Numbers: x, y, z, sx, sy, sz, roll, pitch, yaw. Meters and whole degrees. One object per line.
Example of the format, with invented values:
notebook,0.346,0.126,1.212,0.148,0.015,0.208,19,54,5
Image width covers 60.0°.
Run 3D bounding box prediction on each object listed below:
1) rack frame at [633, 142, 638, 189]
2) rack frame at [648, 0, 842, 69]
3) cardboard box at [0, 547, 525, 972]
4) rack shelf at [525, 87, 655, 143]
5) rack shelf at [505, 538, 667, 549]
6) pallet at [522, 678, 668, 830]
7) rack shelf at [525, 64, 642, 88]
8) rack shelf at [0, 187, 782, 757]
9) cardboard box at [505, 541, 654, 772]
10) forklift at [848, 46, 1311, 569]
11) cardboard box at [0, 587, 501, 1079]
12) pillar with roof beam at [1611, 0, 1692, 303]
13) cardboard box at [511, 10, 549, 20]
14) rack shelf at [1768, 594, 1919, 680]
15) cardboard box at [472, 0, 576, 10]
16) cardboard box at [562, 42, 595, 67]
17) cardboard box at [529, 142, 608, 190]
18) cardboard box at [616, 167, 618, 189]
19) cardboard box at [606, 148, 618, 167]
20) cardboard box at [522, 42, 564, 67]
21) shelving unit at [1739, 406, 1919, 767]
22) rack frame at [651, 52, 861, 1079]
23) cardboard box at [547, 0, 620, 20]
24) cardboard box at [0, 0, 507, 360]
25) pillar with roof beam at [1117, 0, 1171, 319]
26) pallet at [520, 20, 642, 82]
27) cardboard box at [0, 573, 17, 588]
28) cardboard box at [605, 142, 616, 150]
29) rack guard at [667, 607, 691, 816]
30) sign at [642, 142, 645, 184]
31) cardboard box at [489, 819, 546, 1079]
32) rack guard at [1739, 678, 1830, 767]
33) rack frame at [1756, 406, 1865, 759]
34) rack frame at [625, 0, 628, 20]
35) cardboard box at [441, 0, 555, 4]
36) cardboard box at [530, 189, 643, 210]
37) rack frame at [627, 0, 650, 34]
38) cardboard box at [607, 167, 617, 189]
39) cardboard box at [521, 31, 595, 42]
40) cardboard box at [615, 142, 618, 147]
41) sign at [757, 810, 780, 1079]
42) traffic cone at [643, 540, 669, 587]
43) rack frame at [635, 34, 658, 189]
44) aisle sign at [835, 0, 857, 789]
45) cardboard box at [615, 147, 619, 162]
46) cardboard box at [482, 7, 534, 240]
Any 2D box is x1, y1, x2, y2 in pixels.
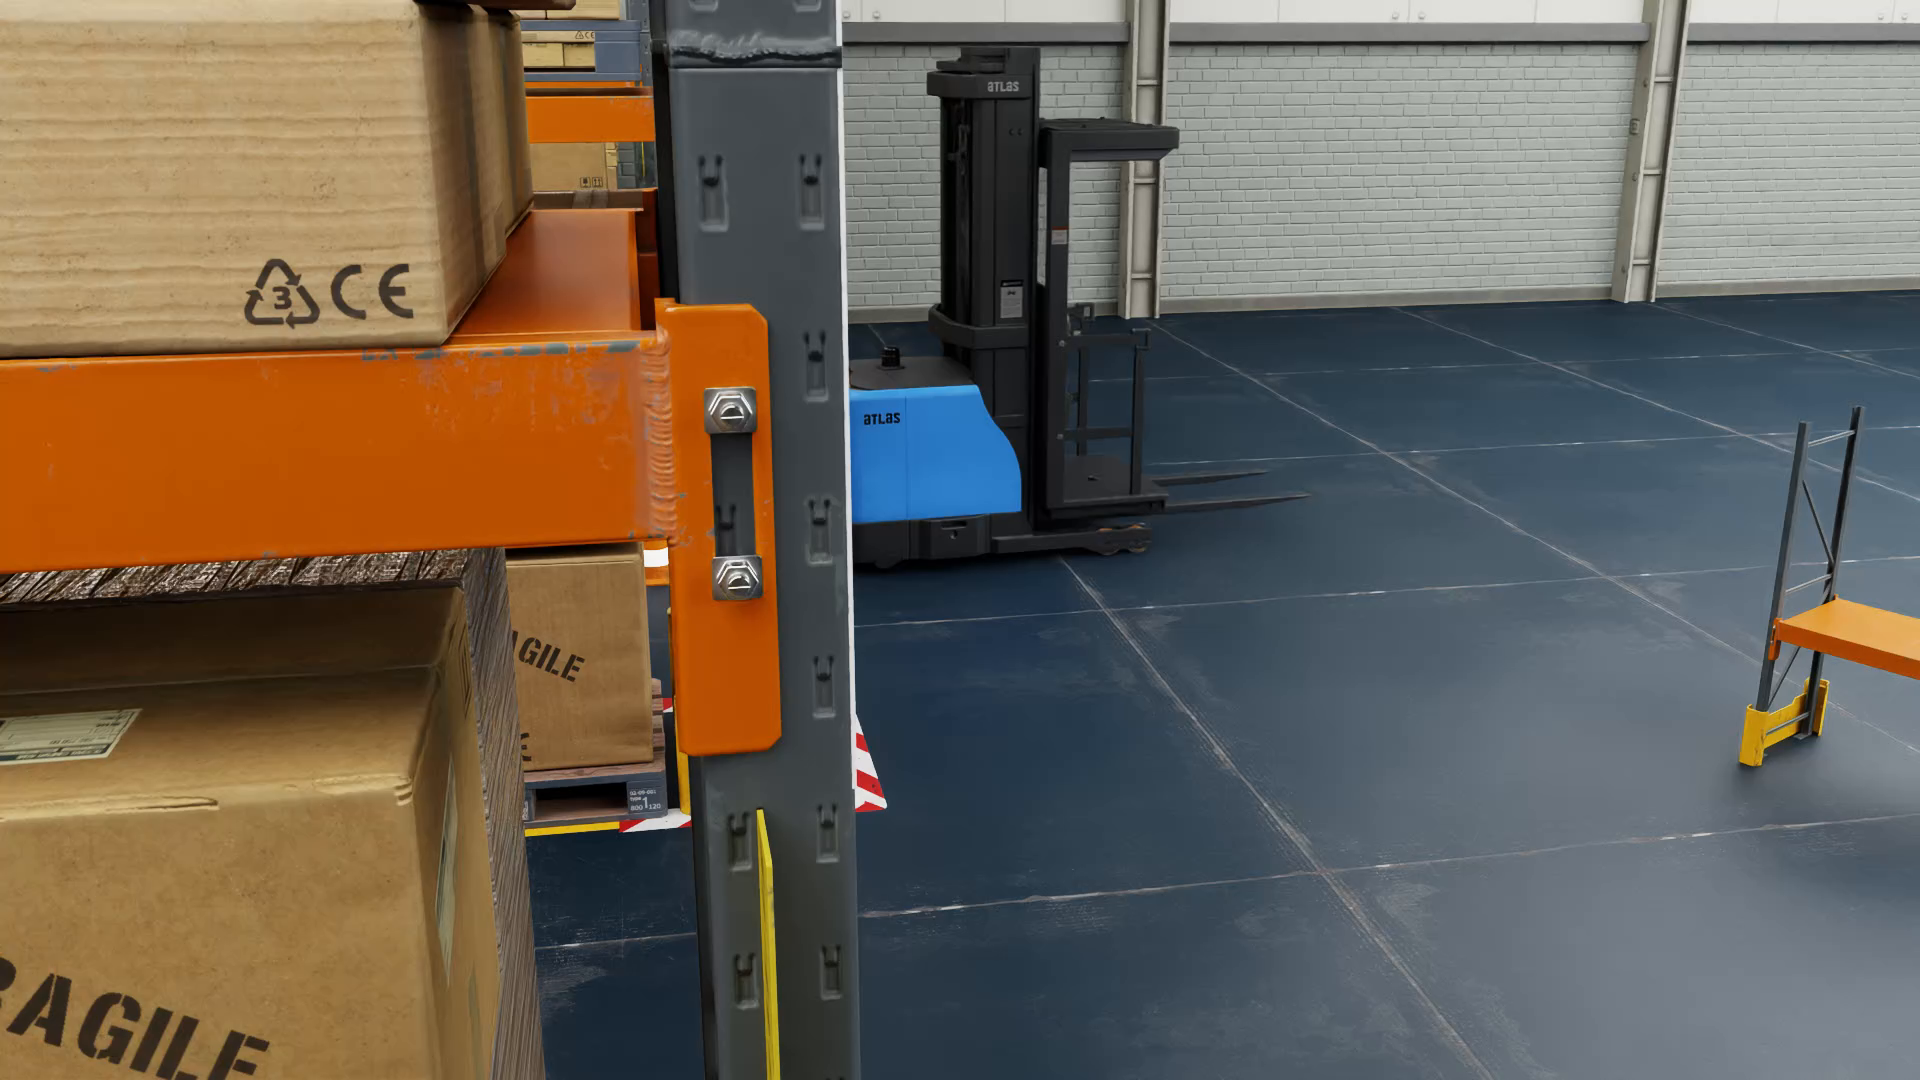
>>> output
rack frame,-3.071,-3.348,16.104,0.127,3.000,1.000,-3,17,-10
rack frame,-0.245,-1.928,1.263,0.127,3.000,1.000,-3,17,-10
cardboard box,-0.837,0.224,2.095,0.500,0.500,0.500,-3,17,-10
rack shelf,-3.051,-1.475,6.120,4.000,0.370,1.077,-3,17,-10
rack shelf,-3.051,-0.041,6.561,4.000,0.370,1.077,-3,17,-10
pallet,-1.857,0.904,7.009,1.213,0.211,1.003,-3,17,-10
rack shelf,-4.089,-2.896,10.748,4.000,0.370,1.077,-3,17,-10
rack shelf,-2.209,-0.039,1.447,4.000,0.370,1.077,-3,17,-10
cardboard box,-1.740,0.376,6.883,0.875,0.875,0.875,-3,17,-10
forklift,0.669,-1.452,10.047,3.031,2.935,1.130,-4,18,-14
cardboard box,-0.738,0.373,1.607,0.500,0.500,0.500,-3,17,-10
pillar with roof beam,8.674,-5.864,14.078,0.400,9.000,9.100,-3,17,-10
cardboard box,-1.597,-1.928,5.915,0.250,0.149,0.380,-3,17,-10
rack shelf,3.929,0.487,6.784,0.538,0.185,1.000,-13,21,-36
cardboard box,-0.560,-0.665,1.834,0.250,0.149,0.380,-3,17,-11
cardboard box,-2.423,-3.131,10.715,0.250,0.149,0.380,-3,17,-10
cardboard box,-2.585,-2.494,10.943,0.500,0.500,0.700,-4,17,-12
cardboard box,-3.610,-3.448,16.260,0.500,0.500,0.500,-3,17,-9
cardboard box,-3.358,-3.606,15.668,0.250,0.149,0.380,-3,17,-10
cardboard box,-2.661,-3.107,10.639,0.250,0.149,0.380,-3,17,-10
shelving unit,3.924,0.313,6.738,0.587,1.500,1.083,-13,21,-36
rack frame,-0.245,0.939,2.144,0.127,3.000,1.000,-3,17,-10
cardboard box,-1.349,-1.942,5.960,0.250,0.149,0.380,-3,17,-11
cardboard box,-0.670,-0.323,1.400,0.500,0.250,0.500,-3,17,-9
pillar with roof beam,2.783,-5.530,12.990,0.400,9.000,9.100,-3,17,-10
pallet,-1.813,-1.843,6.246,1.213,0.211,1.003,-3,17,-10
cardboard box,-1.329,0.249,2.011,0.500,0.500,0.500,-3,17,-10
cardboard box,-3.382,-3.767,15.687,0.250,0.149,0.380,-3,17,-10
rack guard,-1.063,0.698,7.189,0.348,0.500,1.175,-3,17,-10
sign,-2.040,-2.461,10.704,0.005,0.325,0.100,-3,17,-10
cardboard box,-0.791,0.772,2.012,0.500,0.500,0.875,-3,17,-10
rack guard,3.621,0.795,7.299,0.587,0.250,0.087,-13,21,-36
rack frame,3.620,0.197,7.117,0.500,1.500,0.032,-13,21,-36
rack frame,-3.071,-6.216,15.223,0.127,3.000,1.000,-3,17,-10
cardboard box,-0.459,-0.508,1.324,0.250,0.149,0.380,-3,17,-10
cardboard box,-1.459,-1.074,6.606,0.550,0.550,0.875,-3,17,-10
rack frame,-2.125,-4.785,10.565,0.127,3.000,1.000,-3,17,-10
cardboard box,-3.504,-3.293,15.753,0.500,0.500,0.500,-4,17,-12
cardboard box,-2.577,-3.316,10.638,0.500,0.250,0.500,-3,17,-11
cardboard box,-3.441,-3.891,16.090,0.250,0.149,0.380,-4,17,-12
sign,-0.160,0.396,1.403,0.005,0.325,0.100,-3,17,-10
traffic cone,-1.758,-0.008,9.549,0.334,0.463,0.336,-3,17,-10
rack frame,-2.125,-1.917,11.445,0.127,3.000,1.000,-3,17,-10
aisle sign,-0.128,-0.220,1.492,0.004,0.787,0.394,-3,17,-10
cardboard box,-3.453,-3.762,16.176,0.250,0.149,0.380,-4,17,-12
cardboard box,-0.767,-0.470,1.881,0.500,0.250,0.500,-3,17,-9
